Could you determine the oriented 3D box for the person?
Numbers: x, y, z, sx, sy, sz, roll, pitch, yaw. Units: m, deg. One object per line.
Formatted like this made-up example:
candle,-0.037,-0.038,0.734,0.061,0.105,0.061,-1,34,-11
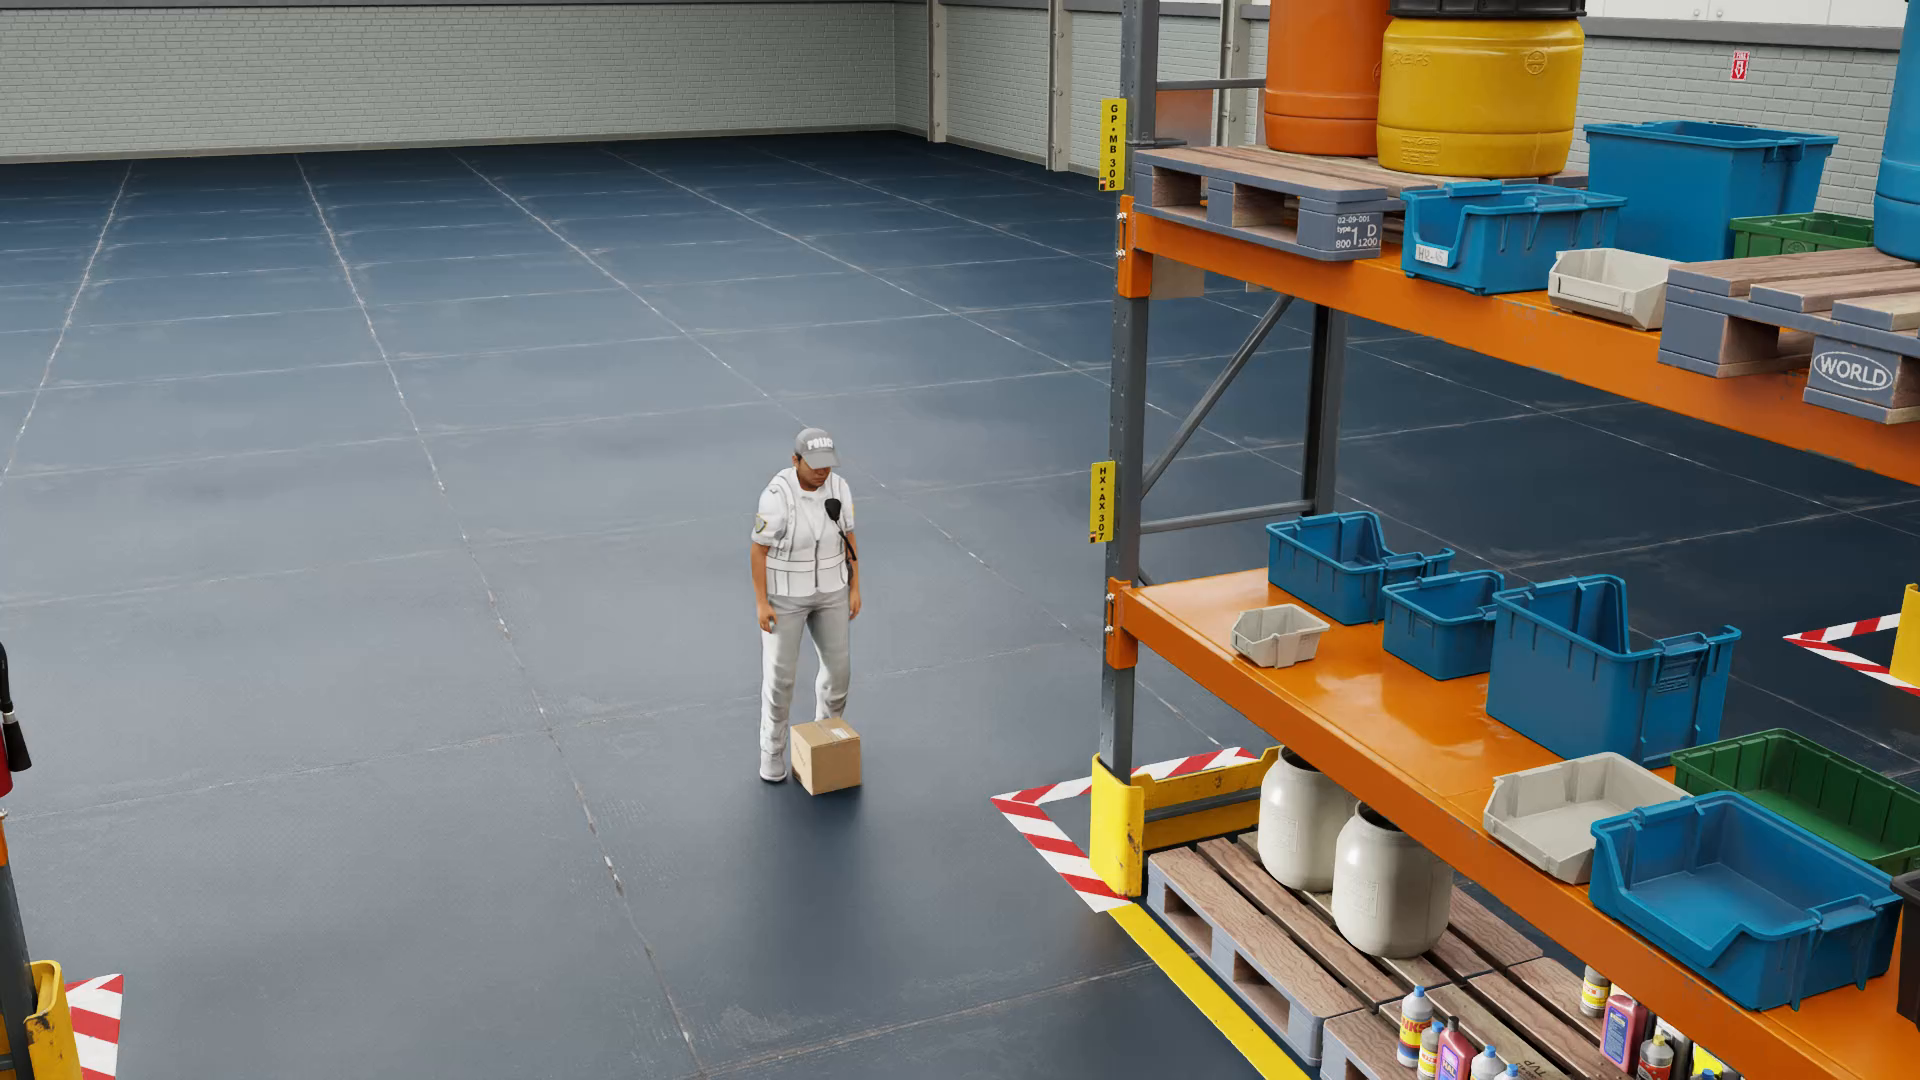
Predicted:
person,-0.717,0.276,7.752,0.563,1.666,0.469,-9,21,-25
